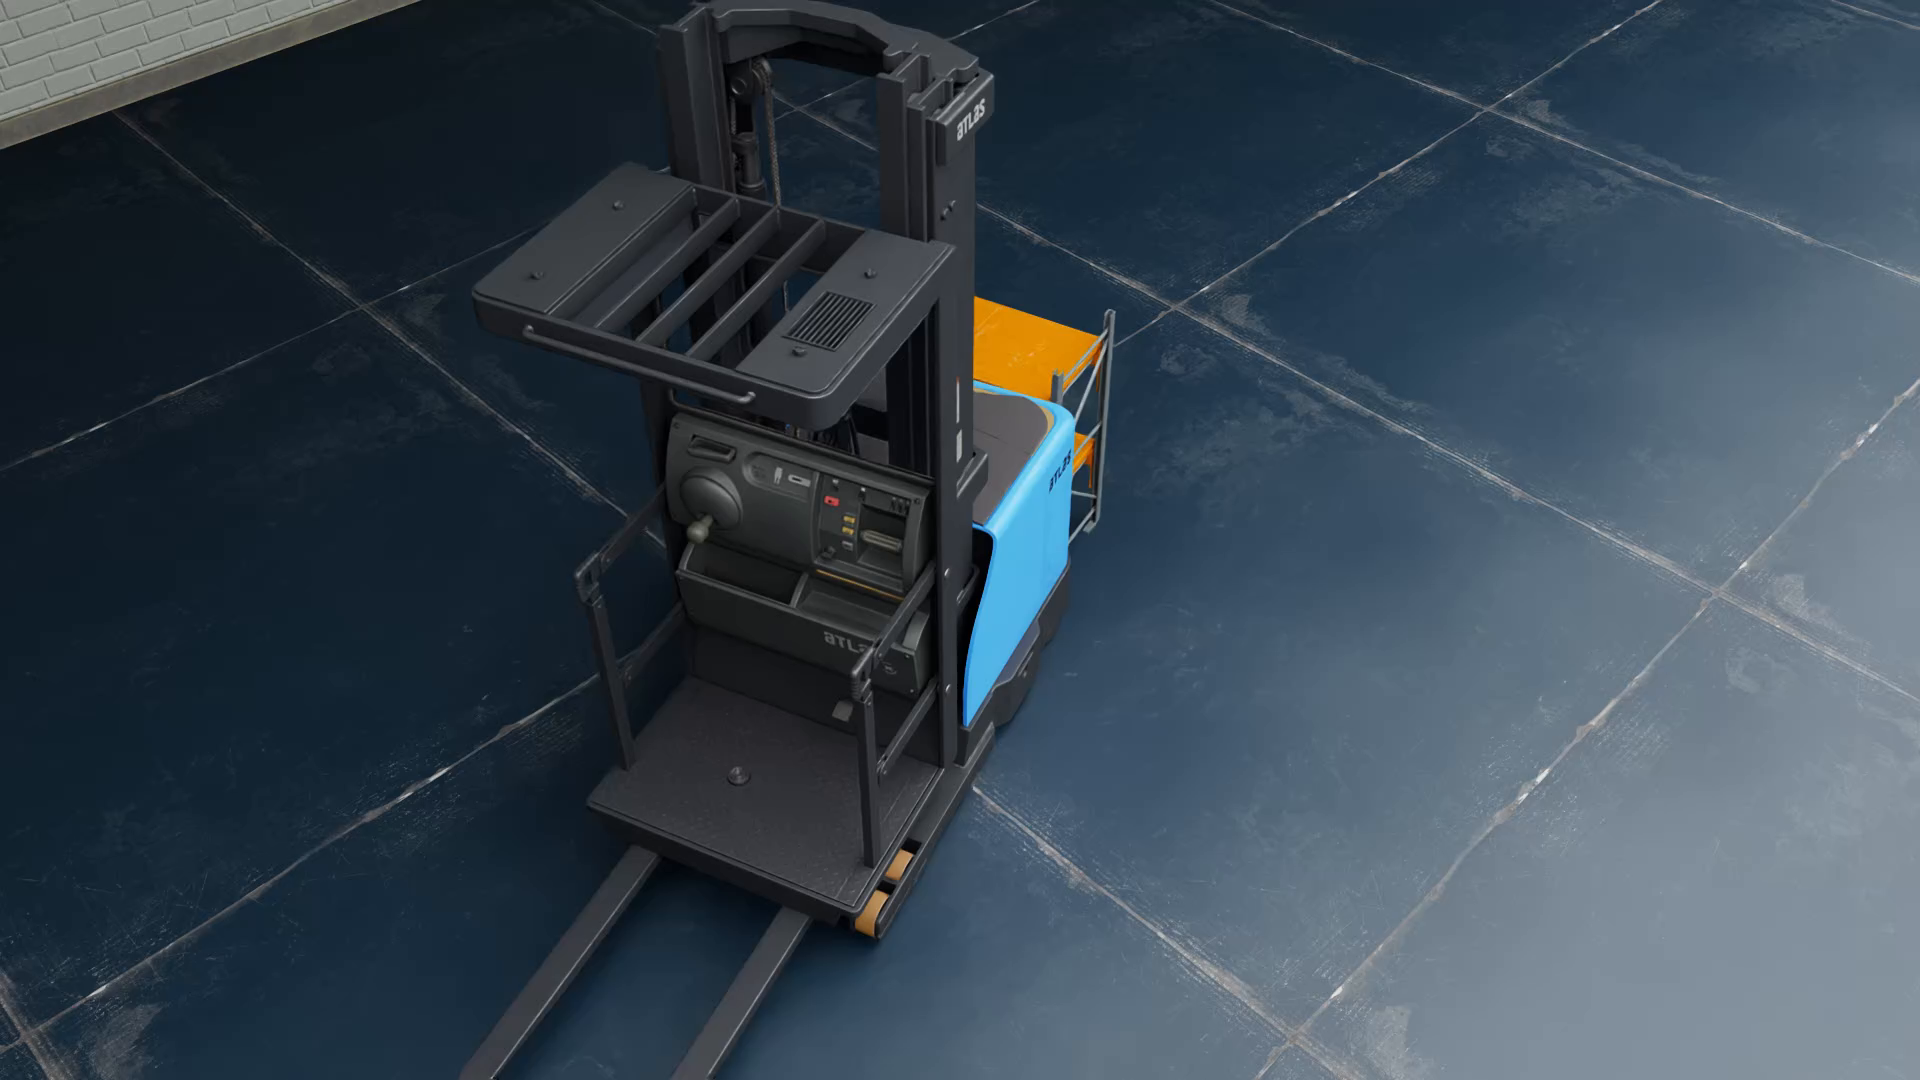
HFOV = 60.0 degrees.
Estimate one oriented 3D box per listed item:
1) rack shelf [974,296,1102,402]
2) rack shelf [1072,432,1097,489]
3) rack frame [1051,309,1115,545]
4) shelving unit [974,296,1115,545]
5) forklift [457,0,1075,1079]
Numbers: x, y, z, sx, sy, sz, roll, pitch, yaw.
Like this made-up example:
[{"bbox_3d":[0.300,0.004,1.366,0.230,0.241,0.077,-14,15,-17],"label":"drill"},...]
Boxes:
[{"bbox_3d":[0.050,-0.755,6.924,1.000,0.278,0.538,21,47,21],"label":"rack shelf"},{"bbox_3d":[0.050,-0.360,7.289,1.000,0.278,0.538,21,47,21],"label":"rack shelf"},{"bbox_3d":[0.491,-0.369,6.938,0.032,1.125,0.500,21,47,21],"label":"rack frame"},{"bbox_3d":[0.050,-0.540,7.123,1.048,1.125,0.538,21,47,21],"label":"shelving unit"},{"bbox_3d":[-0.630,-0.024,5.234,1.130,2.935,3.031,18,46,18],"label":"forklift"}]
